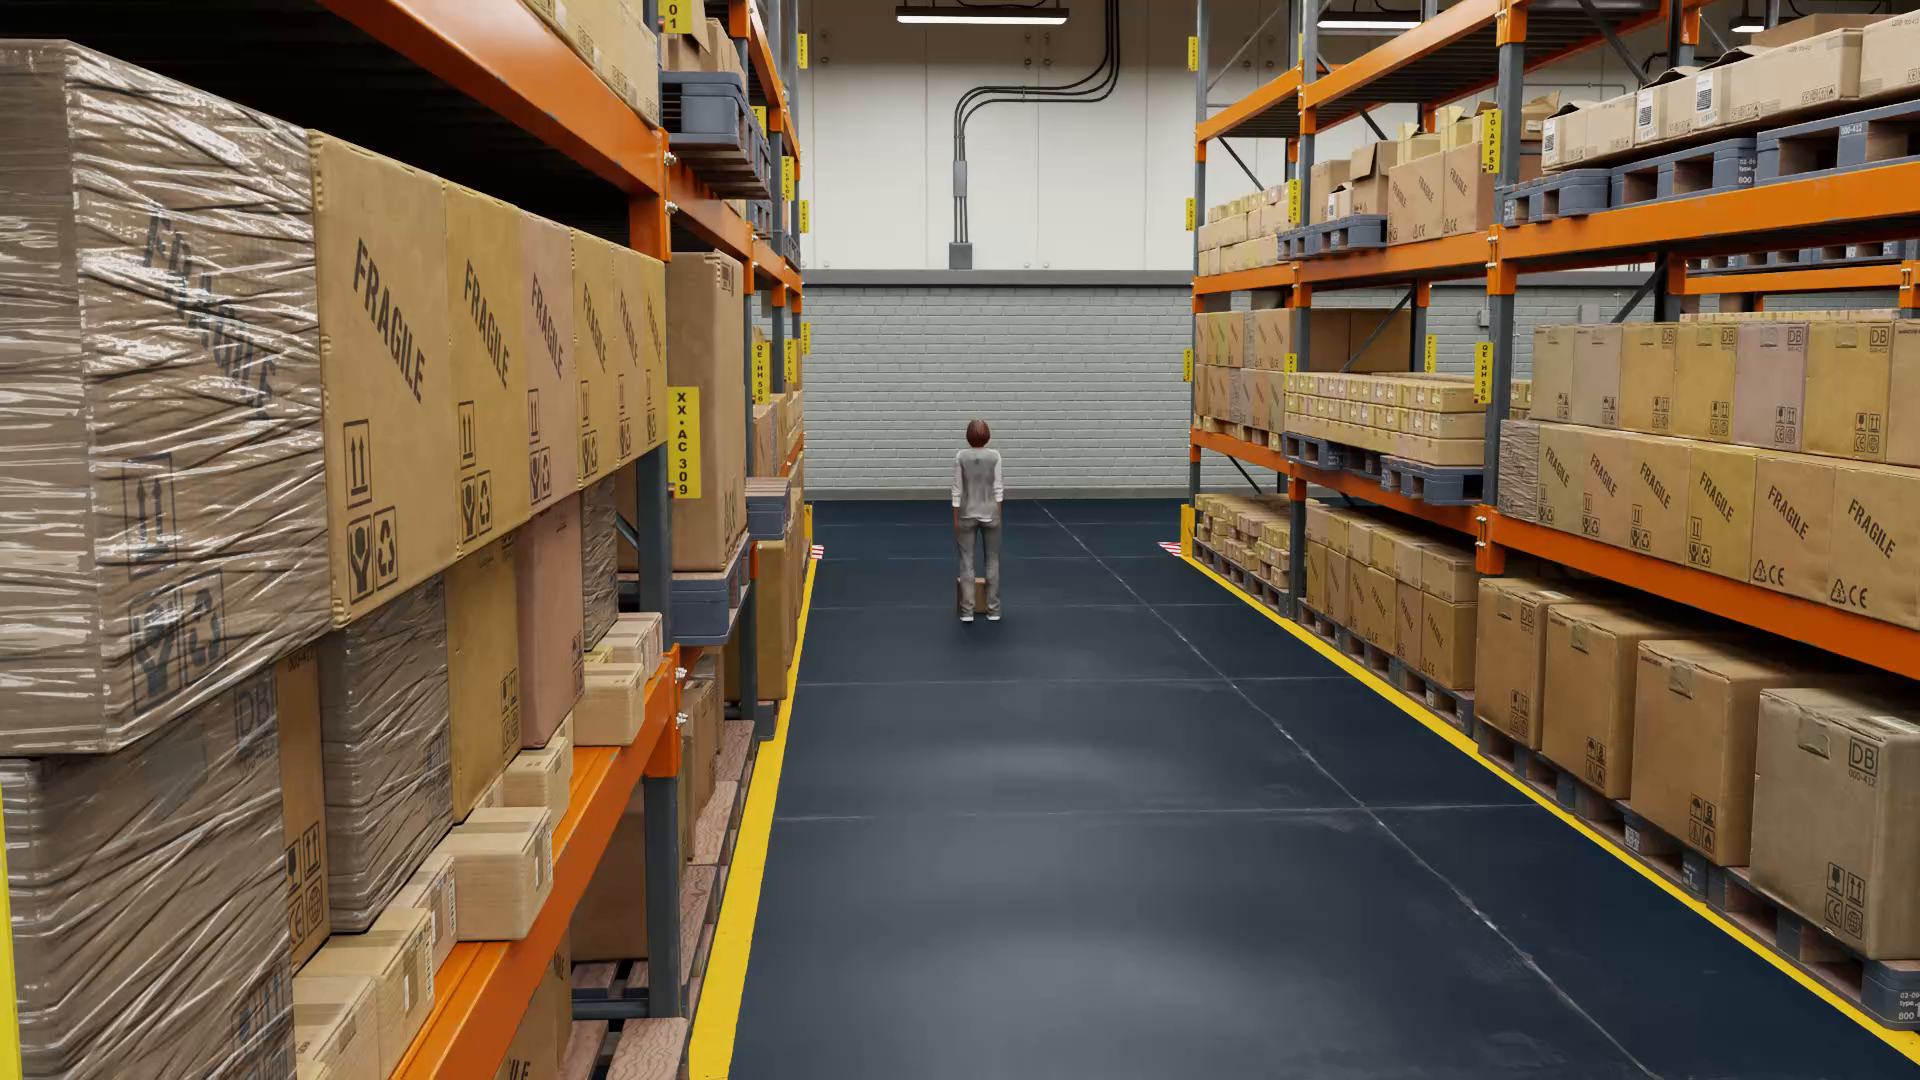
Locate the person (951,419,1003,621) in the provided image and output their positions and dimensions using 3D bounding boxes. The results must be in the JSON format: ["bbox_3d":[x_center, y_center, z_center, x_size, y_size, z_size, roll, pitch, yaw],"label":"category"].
[{"bbox_3d":[0.132,-0.154,13.062,0.404,1.598,0.312,0,7,-2],"label":"person"}]
